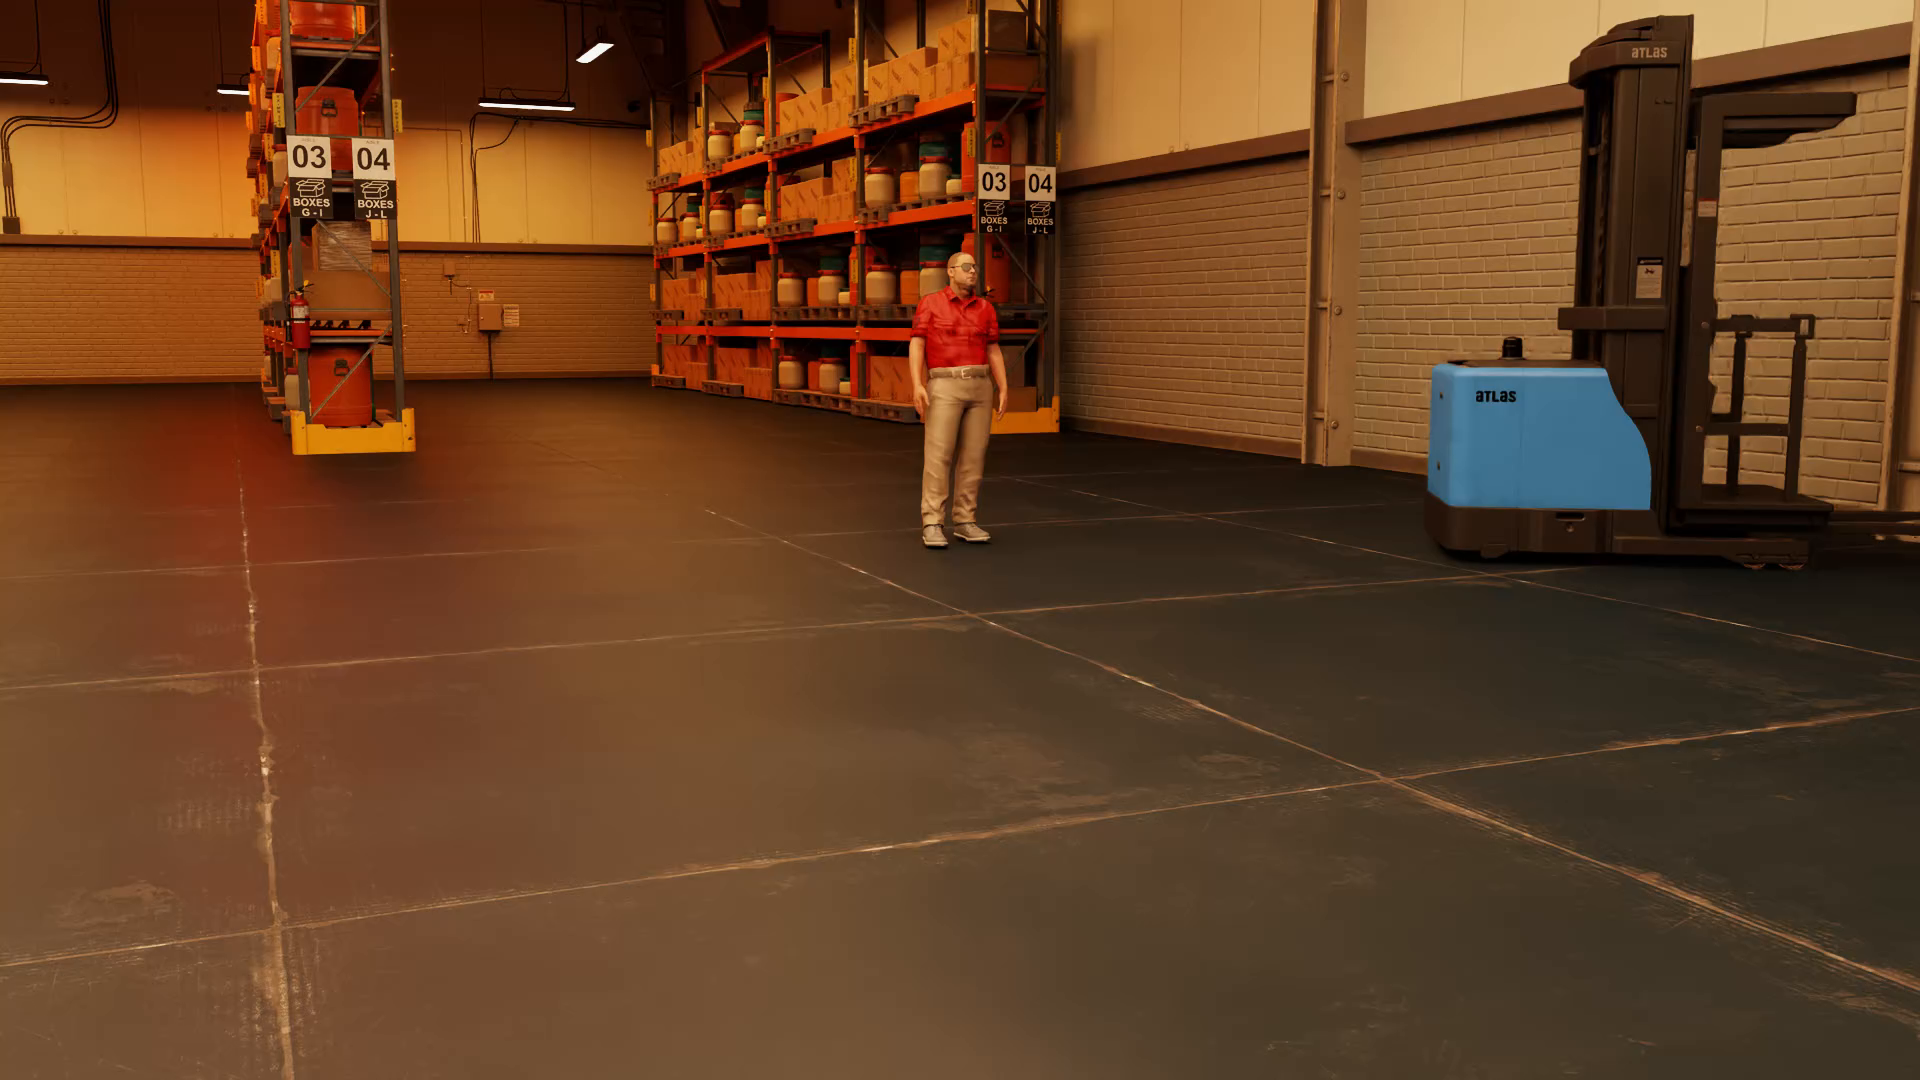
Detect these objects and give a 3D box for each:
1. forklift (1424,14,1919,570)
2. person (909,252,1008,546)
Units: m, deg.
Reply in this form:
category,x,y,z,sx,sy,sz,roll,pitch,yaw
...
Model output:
category,x,y,z,sx,sy,sz,roll,pitch,yaw
forklift,4.259,-1.365,9.297,3.031,2.935,1.130,1,8,8
person,0.026,-0.853,9.954,0.642,1.727,0.550,-3,8,-23
